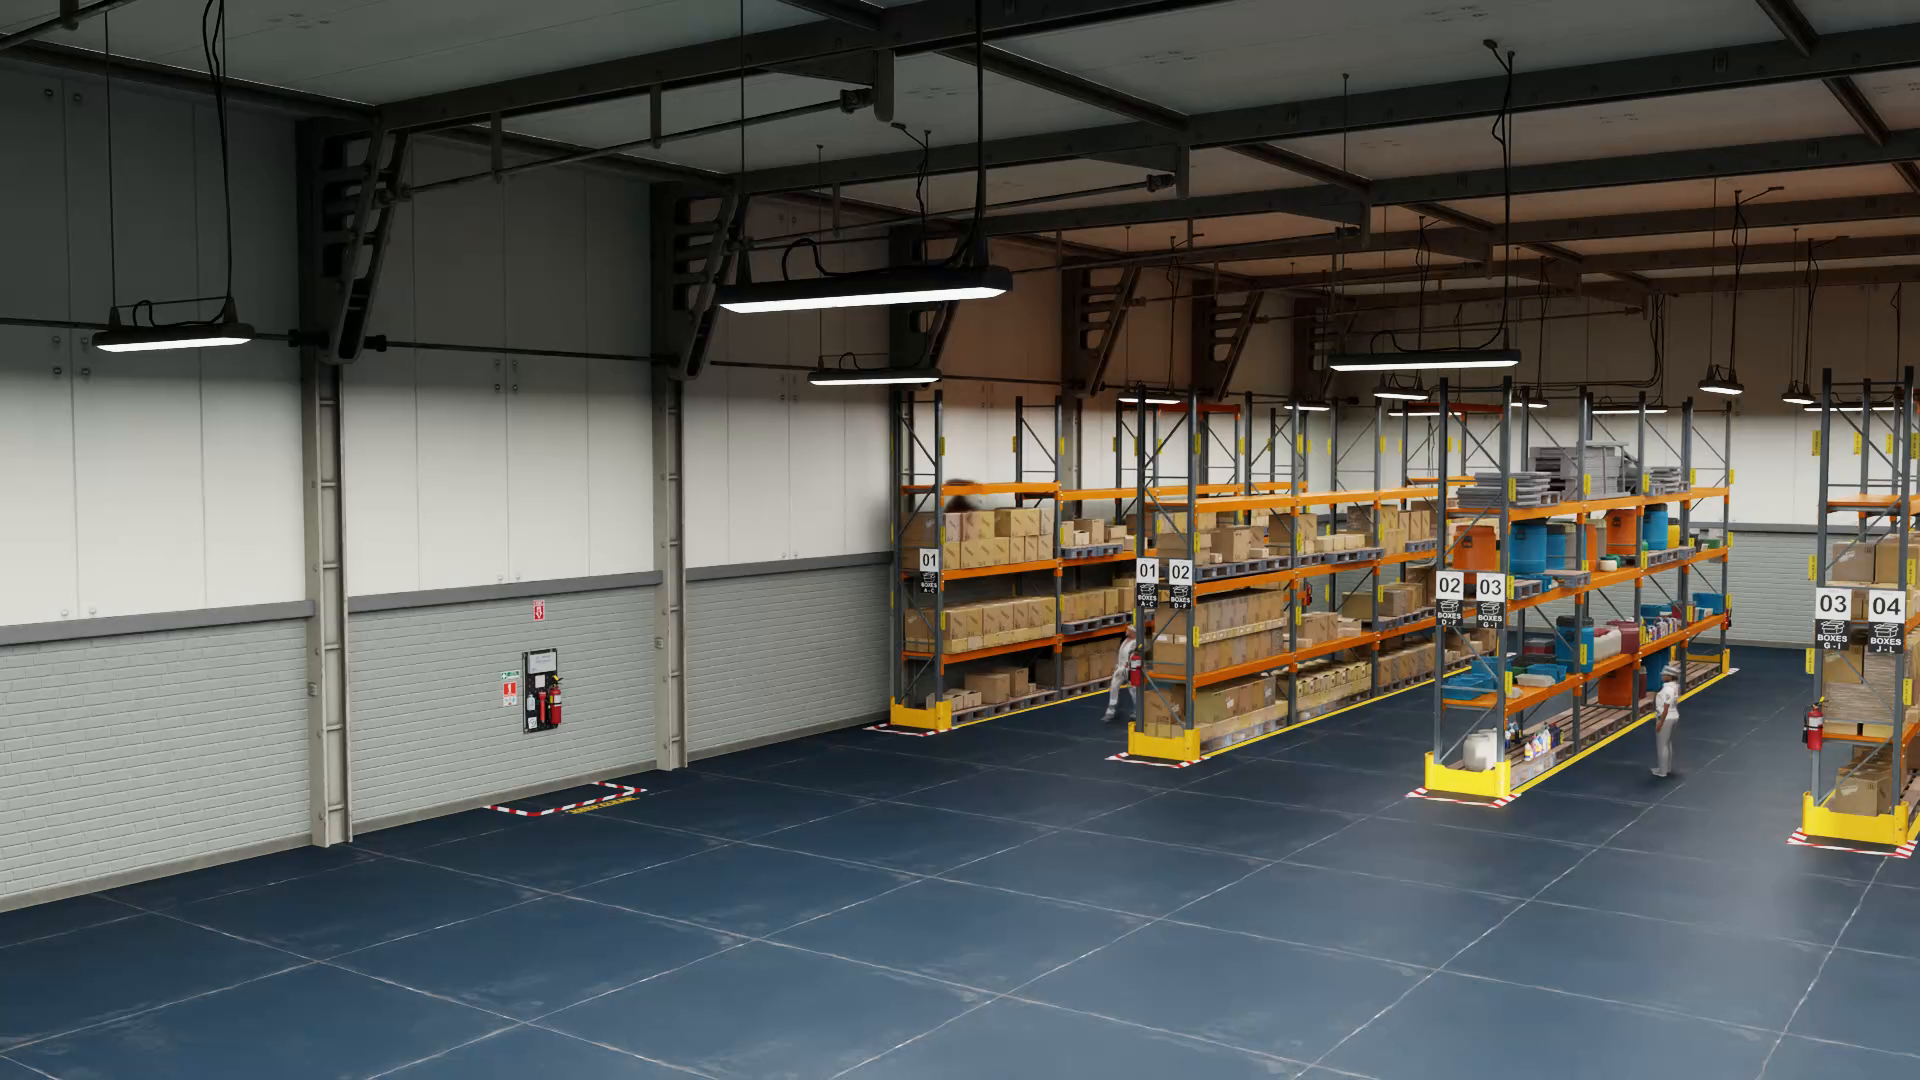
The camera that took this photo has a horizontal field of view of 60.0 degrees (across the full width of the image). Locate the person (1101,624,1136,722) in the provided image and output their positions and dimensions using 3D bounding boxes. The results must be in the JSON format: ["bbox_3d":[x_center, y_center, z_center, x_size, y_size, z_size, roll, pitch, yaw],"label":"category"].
[{"bbox_3d":[2.996,2.407,30.232,0.861,1.759,0.530,-3,4,-39],"label":"person"}]

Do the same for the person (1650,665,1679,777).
[{"bbox_3d":[10.677,2.739,25.265,0.466,1.694,0.484,3,4,43],"label":"person"}]
